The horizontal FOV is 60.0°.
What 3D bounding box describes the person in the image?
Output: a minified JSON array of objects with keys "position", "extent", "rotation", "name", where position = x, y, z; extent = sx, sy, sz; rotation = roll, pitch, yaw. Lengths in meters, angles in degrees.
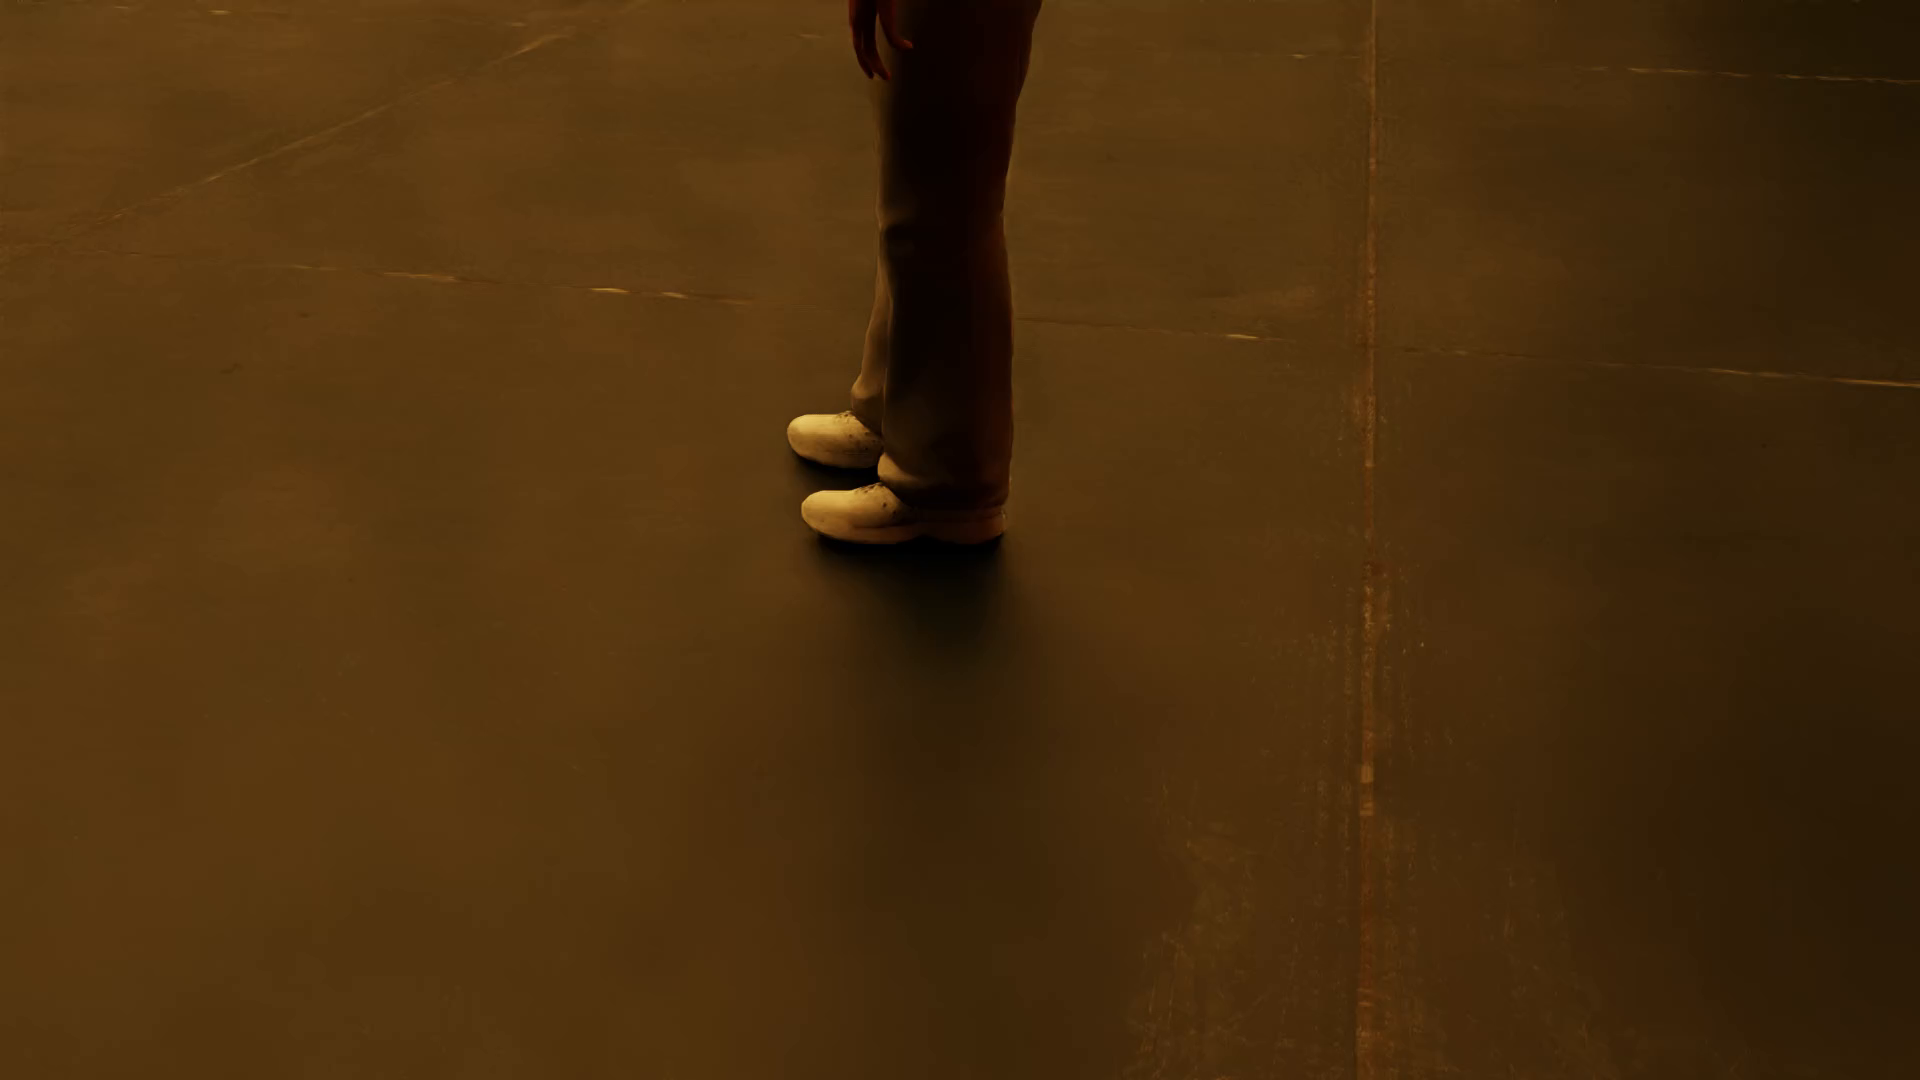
[{"position":[-0.069,-0.768,2.145],"extent":[0.548,1.674,0.550],"rotation":[6,27,11],"name":"person"}]
